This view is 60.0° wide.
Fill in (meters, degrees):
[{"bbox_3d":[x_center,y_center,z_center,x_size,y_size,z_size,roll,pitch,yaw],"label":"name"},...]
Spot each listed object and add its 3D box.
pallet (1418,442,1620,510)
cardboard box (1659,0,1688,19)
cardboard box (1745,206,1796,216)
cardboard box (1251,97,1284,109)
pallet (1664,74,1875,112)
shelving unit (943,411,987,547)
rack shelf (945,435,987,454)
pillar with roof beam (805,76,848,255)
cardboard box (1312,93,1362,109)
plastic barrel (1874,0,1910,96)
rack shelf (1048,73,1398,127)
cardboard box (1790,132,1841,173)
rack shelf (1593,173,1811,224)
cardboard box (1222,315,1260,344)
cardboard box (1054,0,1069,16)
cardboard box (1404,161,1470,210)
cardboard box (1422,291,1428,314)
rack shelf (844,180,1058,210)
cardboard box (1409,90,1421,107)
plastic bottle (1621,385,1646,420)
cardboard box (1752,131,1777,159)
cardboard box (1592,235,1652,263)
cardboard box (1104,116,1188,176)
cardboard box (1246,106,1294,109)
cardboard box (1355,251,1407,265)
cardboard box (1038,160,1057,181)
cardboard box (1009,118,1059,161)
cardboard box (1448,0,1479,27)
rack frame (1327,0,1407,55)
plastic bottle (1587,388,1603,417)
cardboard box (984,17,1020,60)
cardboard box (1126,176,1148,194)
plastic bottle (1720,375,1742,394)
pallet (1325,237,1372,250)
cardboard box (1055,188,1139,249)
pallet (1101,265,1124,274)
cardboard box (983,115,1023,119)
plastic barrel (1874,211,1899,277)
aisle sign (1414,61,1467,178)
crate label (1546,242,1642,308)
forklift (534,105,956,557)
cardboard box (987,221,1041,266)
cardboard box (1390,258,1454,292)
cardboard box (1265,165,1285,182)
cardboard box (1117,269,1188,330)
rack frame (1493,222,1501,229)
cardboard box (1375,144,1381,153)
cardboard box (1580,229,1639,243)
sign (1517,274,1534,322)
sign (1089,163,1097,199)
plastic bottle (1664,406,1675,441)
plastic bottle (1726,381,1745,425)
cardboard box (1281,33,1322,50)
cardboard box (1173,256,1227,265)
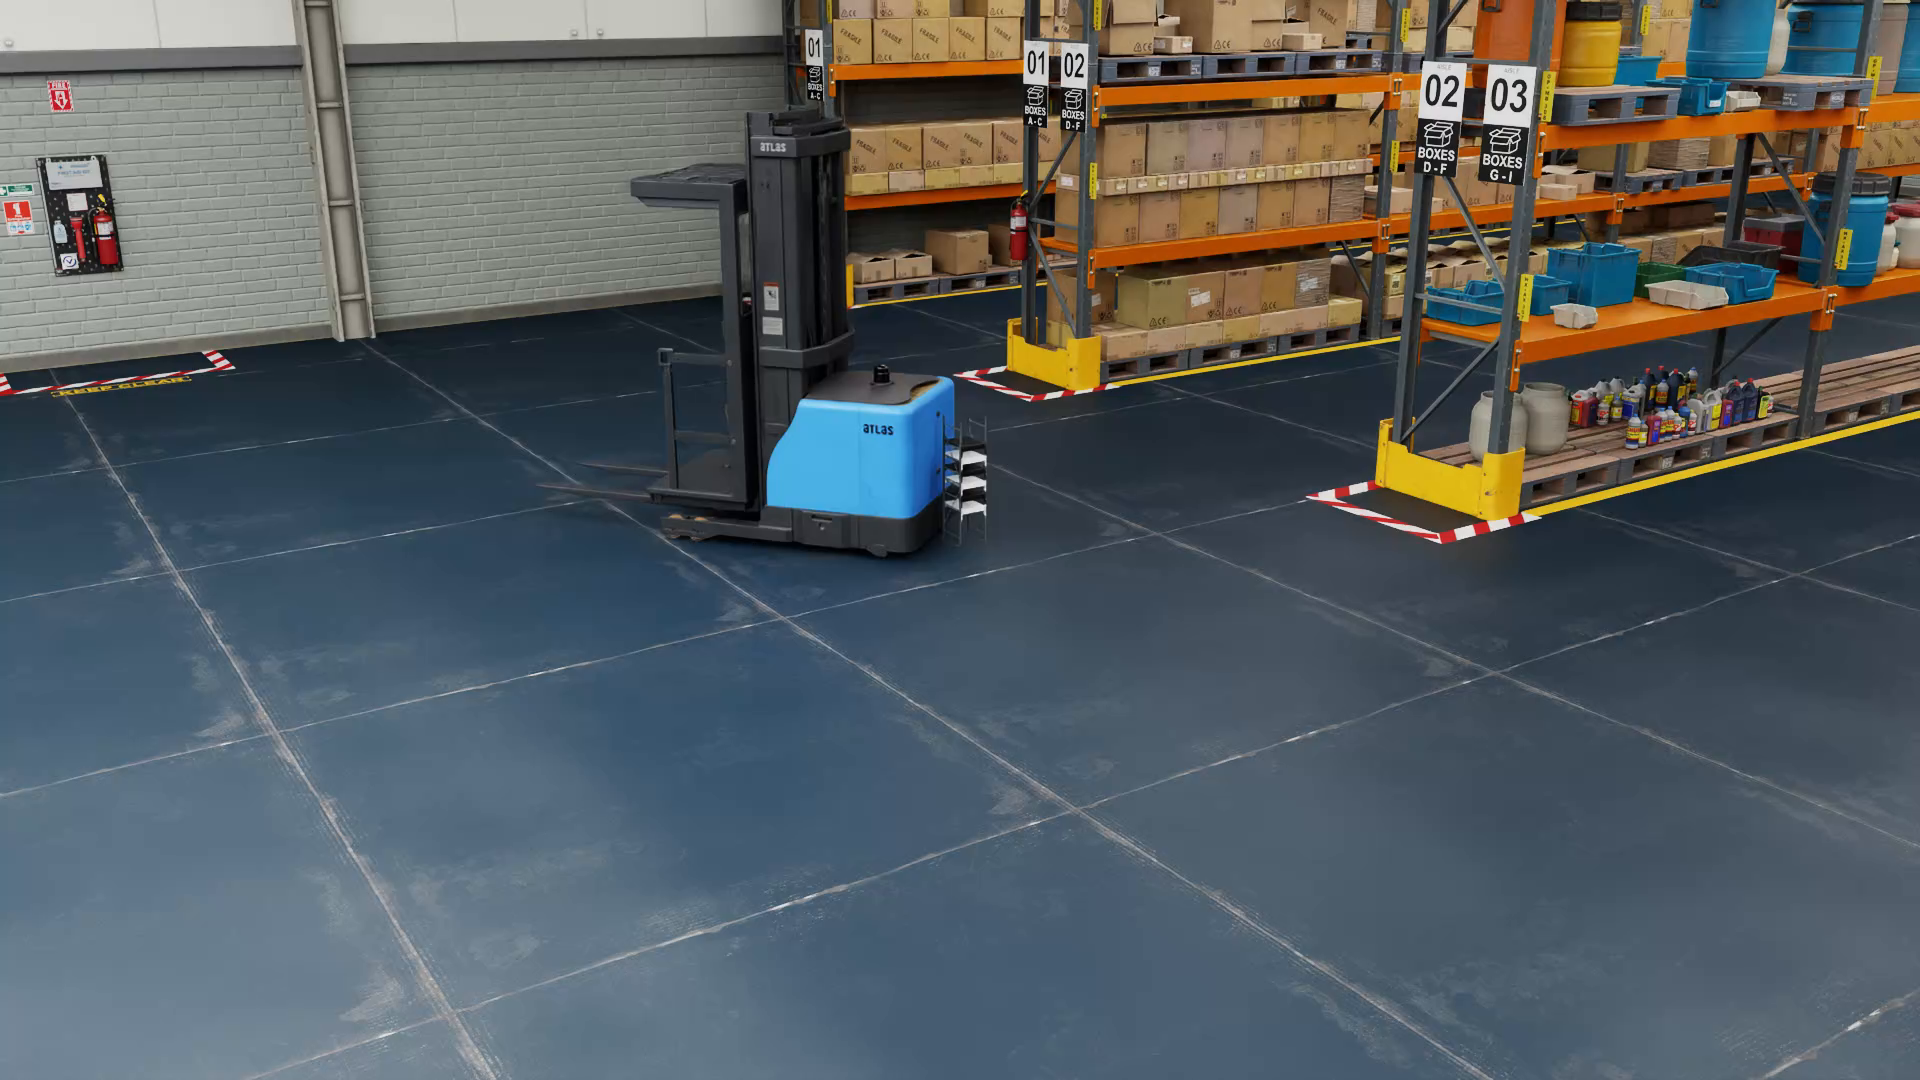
[{"bbox_3d":[4.378,-0.560,13.073,1.213,0.211,1.003,-12,22,-31],"label":"pallet"},{"bbox_3d":[8.413,-6.555,20.051,0.500,0.500,0.500,-12,22,-31],"label":"cardboard box"},{"bbox_3d":[11.280,-4.353,23.154,0.500,0.500,0.500,-12,22,-31],"label":"cardboard box"},{"bbox_3d":[4.359,-6.206,23.563,0.250,0.149,0.380,-17,25,-40],"label":"cardboard box"},{"bbox_3d":[6.451,-3.597,13.311,1.003,0.211,1.213,-12,22,-31],"label":"pallet"},{"bbox_3d":[0.032,-0.425,11.596,0.210,0.900,0.258,-11,22,-30],"label":"shelving unit"},{"bbox_3d":[0.032,-0.649,11.521,0.200,0.077,0.258,-11,22,-30],"label":"rack shelf"},{"bbox_3d":[0.687,-6.409,16.651,0.400,9.000,9.100,-12,22,-31],"label":"pillar with roof beam"},{"bbox_3d":[5.437,-6.342,23.997,0.500,0.250,0.500,-11,22,-30],"label":"cardboard box"},{"bbox_3d":[7.851,-4.340,14.431,0.600,0.901,0.600,0,19,0],"label":"plastic barrel"},{"bbox_3d":[2.608,-4.472,16.728,4.000,0.370,1.077,-12,22,-31],"label":"rack shelf"},{"bbox_3d":[11.535,-5.217,22.337,0.500,0.500,0.500,-11,22,-30],"label":"cardboard box"},{"bbox_3d":[9.290,-4.460,21.376,4.000,0.370,1.077,-12,22,-31],"label":"rack shelf"},{"bbox_3d":[2.762,-2.234,17.308,0.500,0.250,0.500,-12,22,-31],"label":"cardboard box"},{"bbox_3d":[1.282,-6.859,20.917,0.500,0.500,0.500,-14,23,-36],"label":"cardboard box"},{"bbox_3d":[5.369,-4.015,18.781,0.500,0.500,0.500,-10,21,-28],"label":"cardboard box"},{"bbox_3d":[5.179,-2.735,18.788,0.500,0.250,0.500,-11,22,-30],"label":"cardboard box"},{"bbox_3d":[-0.119,-4.375,21.126,4.000,0.370,1.077,-12,22,-31],"label":"rack shelf"},{"bbox_3d":[6.699,-6.612,24.797,0.500,0.250,0.500,-12,22,-33],"label":"cardboard box"},{"bbox_3d":[5.687,-1.162,14.064,0.135,0.276,0.152,-12,22,-31],"label":"plastic bottle"},{"bbox_3d":[10.441,-5.376,22.150,0.700,0.500,0.500,14,23,35],"label":"cardboard box"},{"bbox_3d":[8.157,-3.476,20.560,0.500,0.500,0.500,-11,22,-29],"label":"cardboard box"},{"bbox_3d":[1.815,-3.883,16.366,0.500,0.500,0.700,-13,22,-33],"label":"cardboard box"},{"bbox_3d":[4.505,-5.943,23.797,0.500,0.500,0.700,-15,24,-38],"label":"cardboard box"},{"bbox_3d":[4.890,-3.147,19.132,0.500,0.311,0.500,-11,22,-30],"label":"cardboard box"},{"bbox_3d":[0.901,-4.757,21.334,0.500,0.250,0.500,-12,22,-31],"label":"cardboard box"},{"bbox_3d":[0.913,-5.106,21.198,0.500,0.500,0.500,-12,22,-32],"label":"cardboard box"},{"bbox_3d":[5.278,-5.853,18.097,0.500,0.500,0.500,-10,21,-26],"label":"cardboard box"},{"bbox_3d":[4.279,-6.586,17.174,0.127,3.000,1.000,-12,22,-31],"label":"rack frame"},{"bbox_3d":[5.293,-1.134,13.982,0.135,0.276,0.152,-13,22,-33],"label":"plastic bottle"},{"bbox_3d":[0.394,-6.198,20.522,0.500,0.500,0.500,-13,23,-33],"label":"cardboard box"},{"bbox_3d":[1.603,-3.453,16.105,0.250,0.149,0.380,-13,22,-33],"label":"cardboard box"},{"bbox_3d":[6.541,-1.220,14.118,0.185,0.351,0.144,-12,22,-31],"label":"plastic bottle"},{"bbox_3d":[5.592,-4.570,24.934,1.213,0.211,1.003,-12,22,-31],"label":"pallet"},{"bbox_3d":[1.335,-3.165,16.268,0.500,0.500,0.700,-12,22,-31],"label":"cardboard box"},{"bbox_3d":[2.200,-3.885,22.906,1.213,0.211,1.003,-12,22,-31],"label":"pallet"},{"bbox_3d":[0.609,-5.245,21.607,0.500,0.500,0.500,-12,22,-32],"label":"cardboard box"},{"bbox_3d":[7.919,-2.592,14.517,0.433,0.535,0.433,0,19,0],"label":"plastic barrel"},{"bbox_3d":[3.435,-3.012,11.911,0.004,0.787,0.394,-12,22,-31],"label":"aisle sign"},{"bbox_3d":[5.047,-2.127,13.297,0.616,0.435,0.502,-12,22,-31],"label":"crate label"},{"bbox_3d":[-1.602,-1.534,11.704,3.031,2.935,1.130,6,20,17],"label":"forklift"},{"bbox_3d":[0.706,-3.899,21.810,0.500,0.500,0.500,-14,23,-35],"label":"cardboard box"},{"bbox_3d":[5.182,-2.999,18.693,0.500,0.311,0.500,-12,22,-32],"label":"cardboard box"},{"bbox_3d":[3.108,-3.770,17.044,0.250,0.149,0.380,-11,22,-30],"label":"cardboard box"},{"bbox_3d":[1.925,-2.414,16.670,0.500,0.500,0.500,-12,22,-31],"label":"cardboard box"},{"bbox_3d":[8.232,-6.477,26.221,0.127,3.000,1.000,-12,22,-31],"label":"rack frame"},{"bbox_3d":[6.132,-5.851,24.728,0.250,0.149,0.380,-11,22,-30],"label":"cardboard box"},{"bbox_3d":[8.271,-3.700,21.222,0.500,0.500,0.500,-11,22,-29],"label":"cardboard box"},{"bbox_3d":[3.958,-1.697,11.648,0.005,0.325,0.100,-12,22,-31],"label":"sign"},{"bbox_3d":[1.238,-3.337,15.458,0.005,0.325,0.100,-12,22,-31],"label":"sign"},{"bbox_3d":[5.714,-0.944,13.425,0.097,0.271,0.097,0,19,0],"label":"plastic bottle"},{"bbox_3d":[6.460,-1.147,13.904,0.185,0.351,0.144,-13,23,-34],"label":"plastic bottle"},{"bbox_3d":[3.421,-5.025,16.761,0.250,0.149,0.380,-12,22,-31],"label":"cardboard box"},{"bbox_3d":[2.467,-2.733,17.611,0.500,0.500,0.500,-12,22,-31],"label":"cardboard box"}]
